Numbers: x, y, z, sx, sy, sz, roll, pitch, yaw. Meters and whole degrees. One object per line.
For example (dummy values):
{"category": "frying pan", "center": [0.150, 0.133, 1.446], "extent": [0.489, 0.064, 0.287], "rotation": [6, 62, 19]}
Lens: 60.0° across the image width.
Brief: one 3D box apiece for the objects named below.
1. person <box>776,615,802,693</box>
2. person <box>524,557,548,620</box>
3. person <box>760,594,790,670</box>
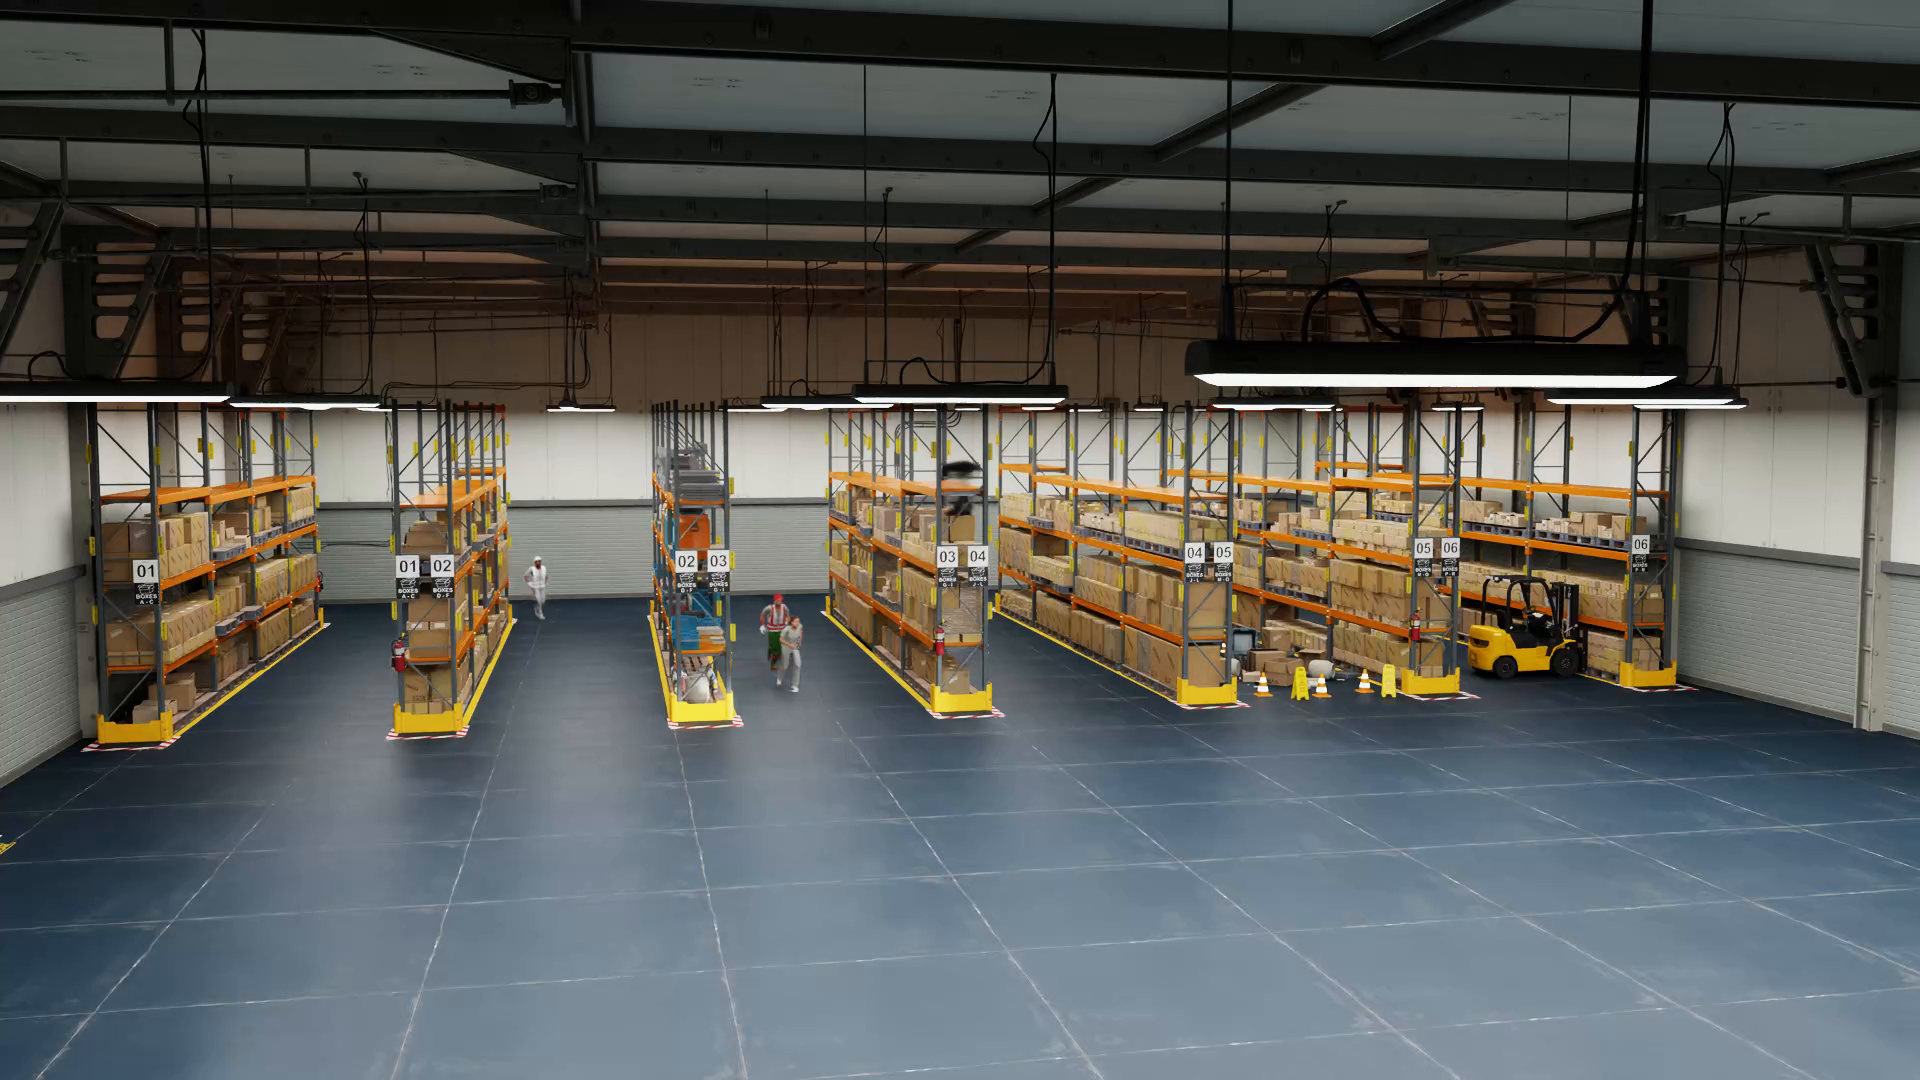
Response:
{"category": "person", "center": [-3.577, 2.338, 34.624], "extent": [0.599, 1.628, 0.979], "rotation": [-3, 5, -35]}
{"category": "person", "center": [-11.858, 1.336, 46.607], "extent": [0.694, 1.758, 0.748], "rotation": [-3, 5, -38]}
{"category": "person", "center": [-4.146, 2.052, 37.389], "extent": [0.642, 1.709, 0.712], "rotation": [-2, 5, -29]}
